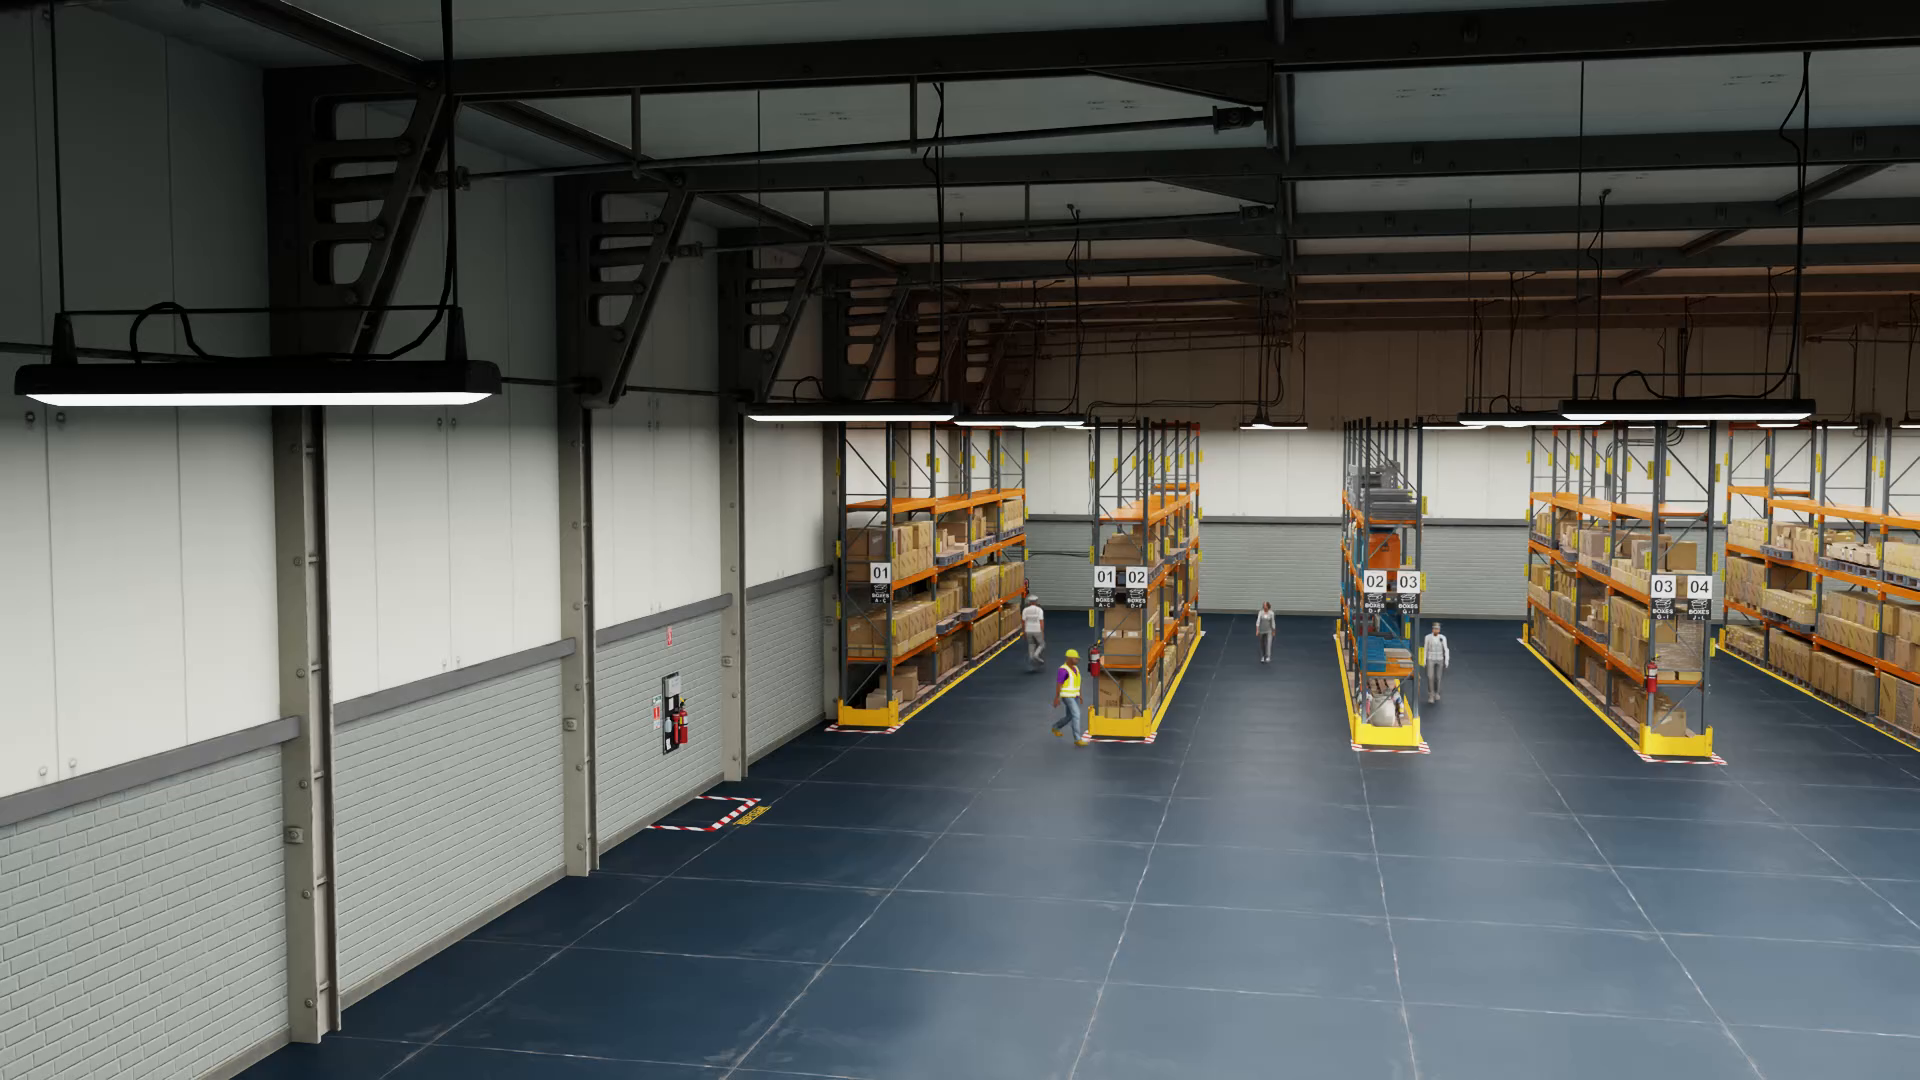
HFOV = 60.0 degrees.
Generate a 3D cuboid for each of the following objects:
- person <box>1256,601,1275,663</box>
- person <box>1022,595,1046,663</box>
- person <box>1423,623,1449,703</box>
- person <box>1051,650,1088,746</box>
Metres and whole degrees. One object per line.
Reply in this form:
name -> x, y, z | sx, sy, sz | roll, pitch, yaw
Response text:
person -> 7.523, 2.277, 40.995 | 0.448, 1.538, 1.011 | 1, 4, 19
person -> 1.772, 2.135, 39.897 | 0.597, 1.619, 0.634 | 1, 4, 20
person -> 10.134, 2.603, 35.392 | 0.529, 1.700, 0.582 | 1, 4, 8
person -> 2.025, 2.879, 30.679 | 0.983, 1.719, 0.594 | 2, 4, 32
